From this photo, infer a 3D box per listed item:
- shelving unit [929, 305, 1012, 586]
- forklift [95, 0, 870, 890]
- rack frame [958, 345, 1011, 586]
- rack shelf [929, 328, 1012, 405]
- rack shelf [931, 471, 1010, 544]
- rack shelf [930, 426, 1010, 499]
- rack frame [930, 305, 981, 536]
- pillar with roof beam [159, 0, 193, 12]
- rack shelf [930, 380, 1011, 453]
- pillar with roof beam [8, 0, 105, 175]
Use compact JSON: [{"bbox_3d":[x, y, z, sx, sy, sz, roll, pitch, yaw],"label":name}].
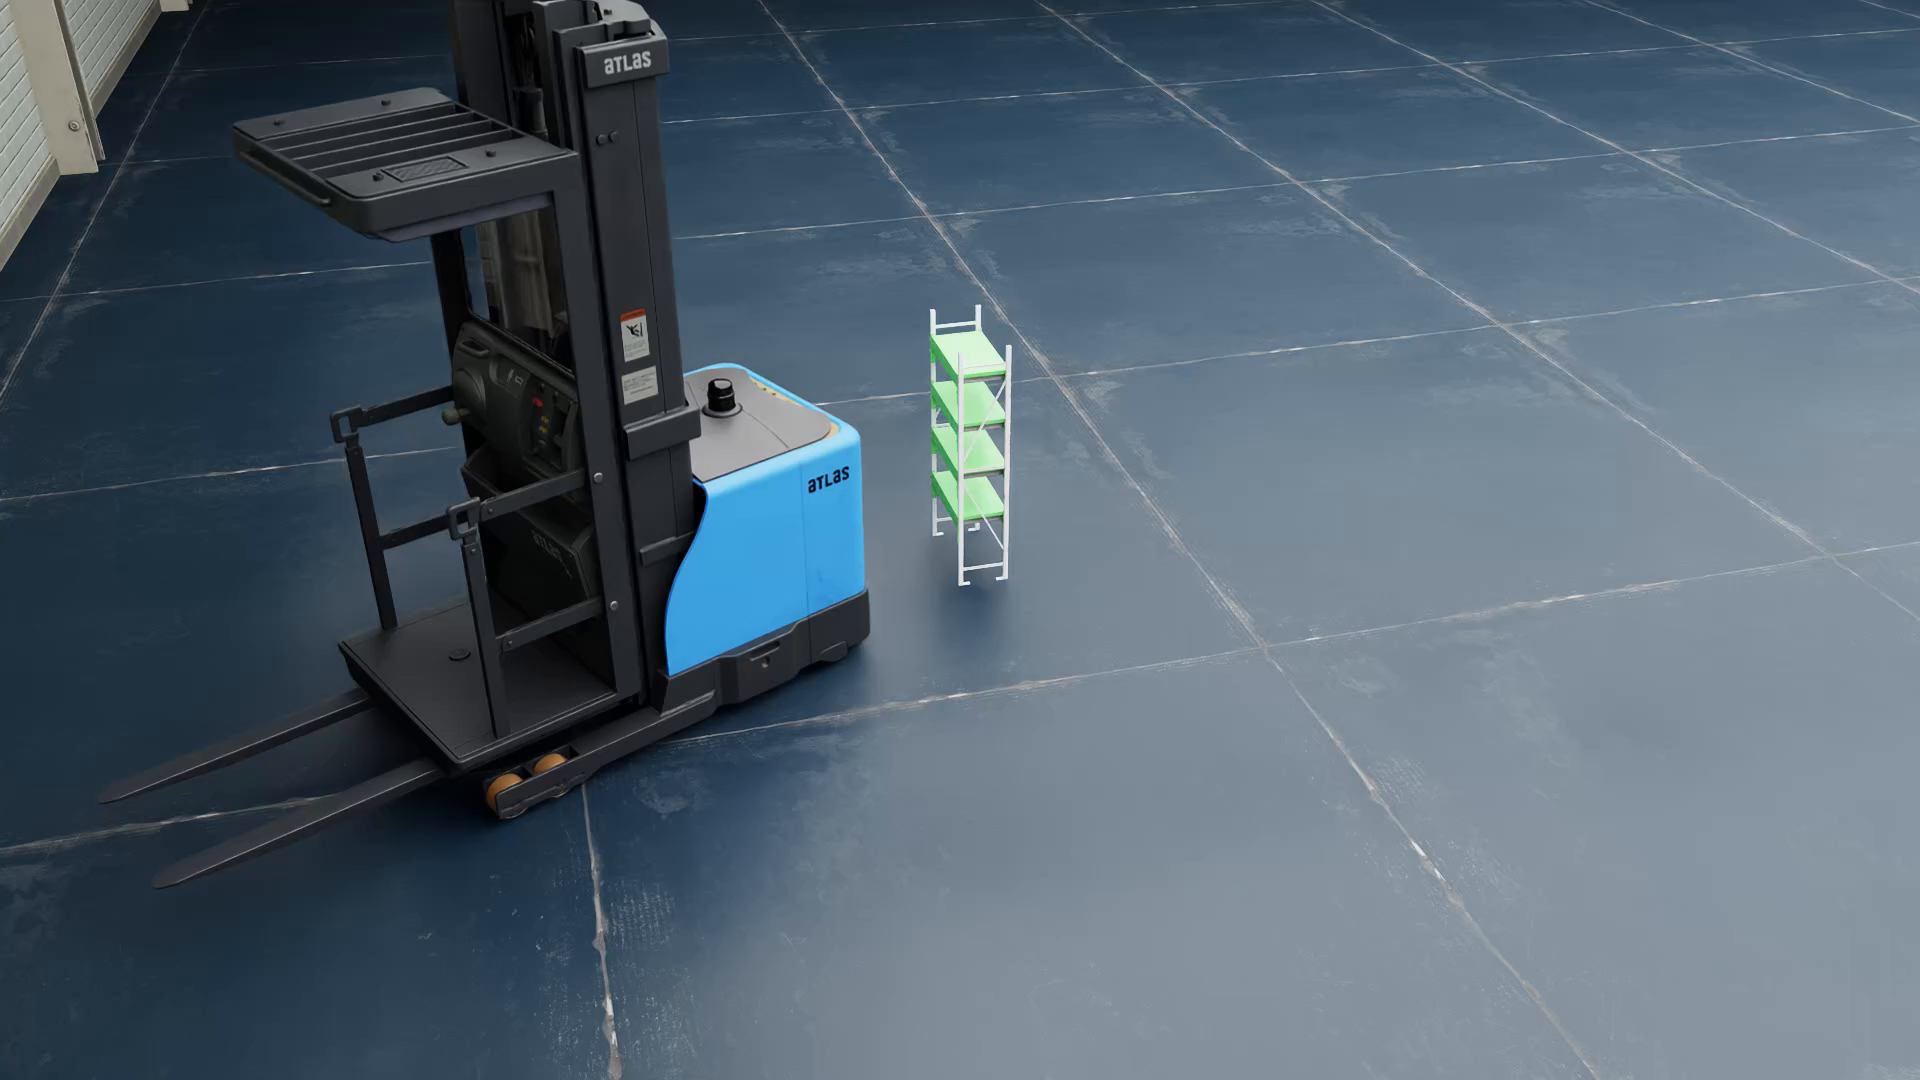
[{"bbox_3d":[0.044,-0.439,7.811,0.258,1.200,0.503,-8,31,-13],"label":"shelving unit"},{"bbox_3d":[-1.845,-0.495,6.180,3.031,2.935,1.130,-23,37,-34],"label":"forklift"},{"bbox_3d":[0.109,-0.321,7.608,0.240,1.200,0.015,-8,31,-13],"label":"rack frame"},{"bbox_3d":[0.044,-0.799,7.603,0.258,0.148,0.480,-8,31,-13],"label":"rack shelf"},{"bbox_3d":[0.044,-0.176,7.964,0.258,0.148,0.480,-8,31,-13],"label":"rack shelf"},{"bbox_3d":[0.044,-0.384,7.843,0.258,0.148,0.480,-8,31,-13],"label":"rack shelf"},{"bbox_3d":[-0.021,-0.557,8.015,0.240,1.200,0.015,-8,31,-13],"label":"rack frame"},{"bbox_3d":[-4.570,-10.393,17.223,9.100,9.000,0.400,-8,31,-13],"label":"pillar with roof beam"},{"bbox_3d":[0.044,-0.592,7.723,0.258,0.148,0.480,-8,31,-13],"label":"rack shelf"},{"bbox_3d":[-2.978,-7.495,12.217,9.100,9.000,0.400,-8,31,-13],"label":"pillar with roof beam"}]
